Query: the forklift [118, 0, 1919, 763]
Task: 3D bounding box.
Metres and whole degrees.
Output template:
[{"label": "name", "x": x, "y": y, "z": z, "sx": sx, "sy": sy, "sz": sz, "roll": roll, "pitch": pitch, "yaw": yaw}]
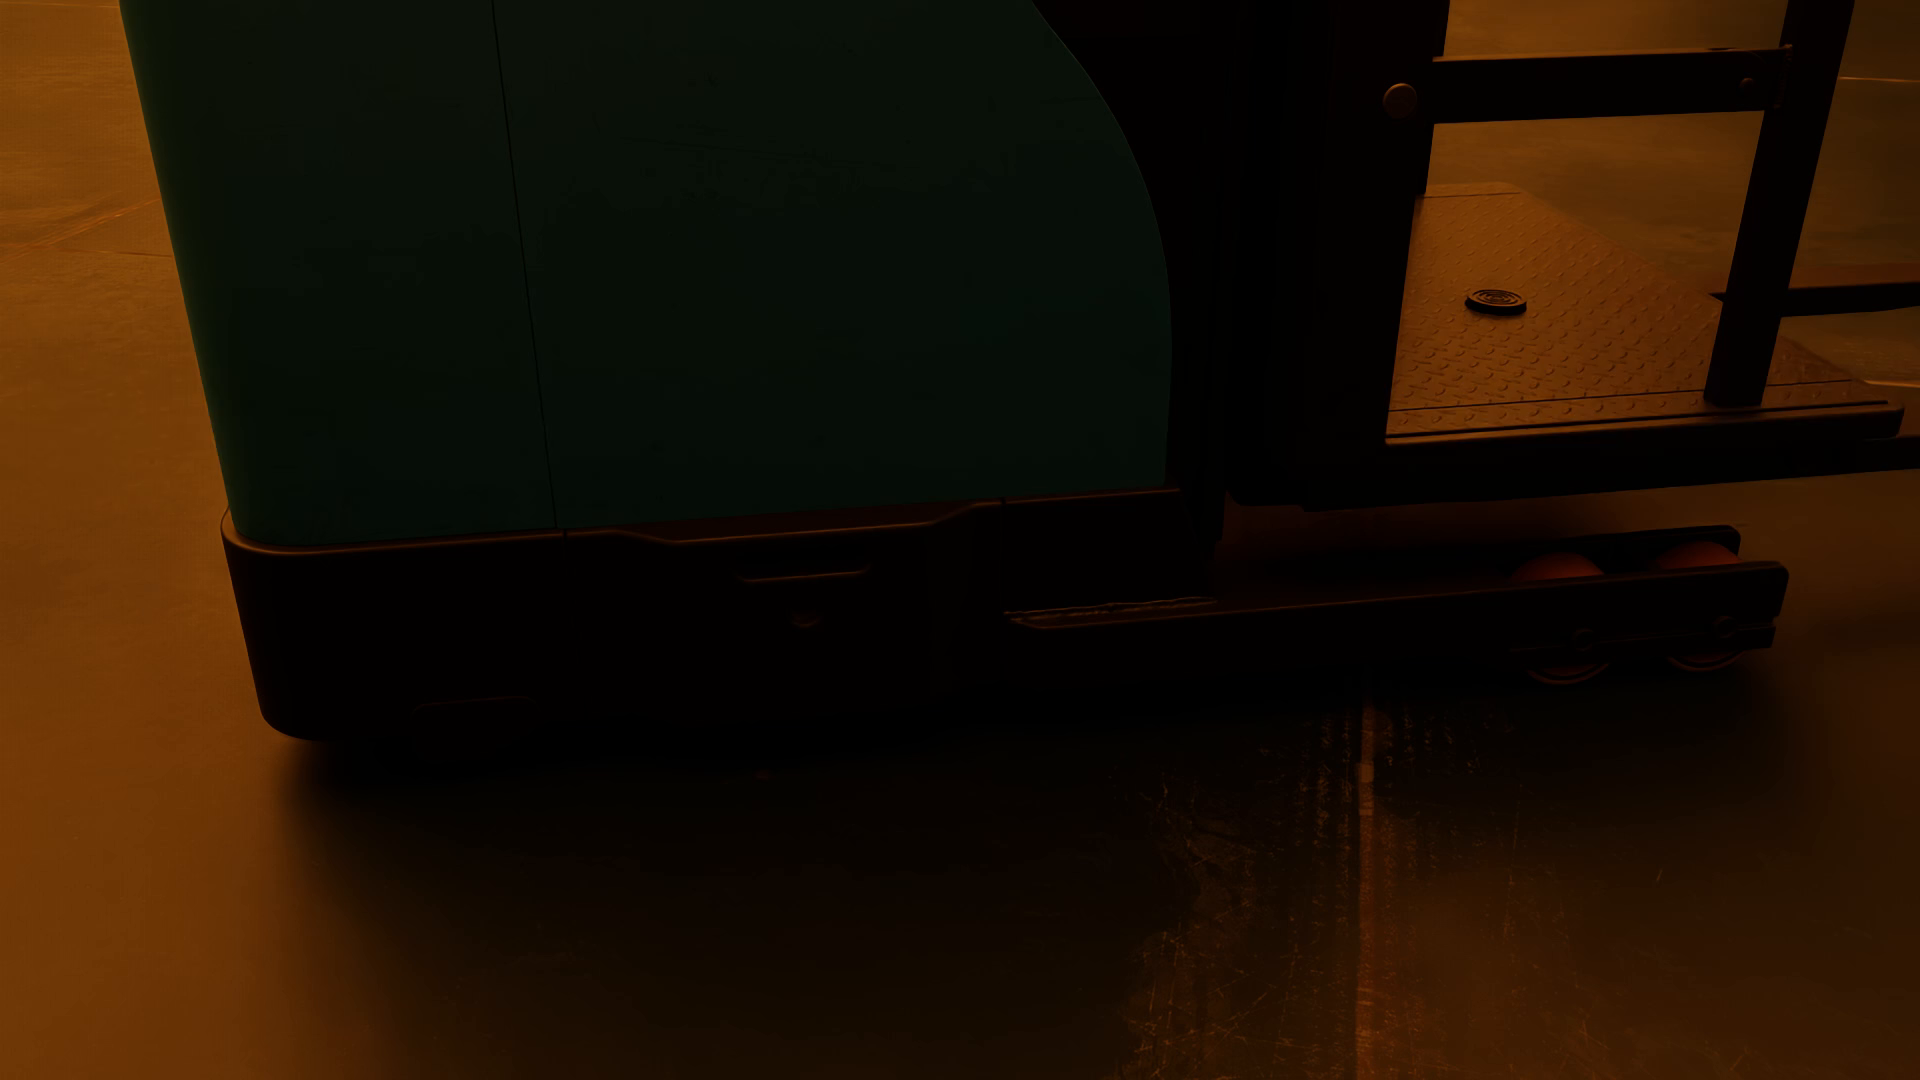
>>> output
[{"label": "forklift", "x": 0.600, "y": -1.354, "z": 1.930, "sx": 3.031, "sy": 2.935, "sz": 1.130, "roll": -4, "pitch": 27, "yaw": -9}]
